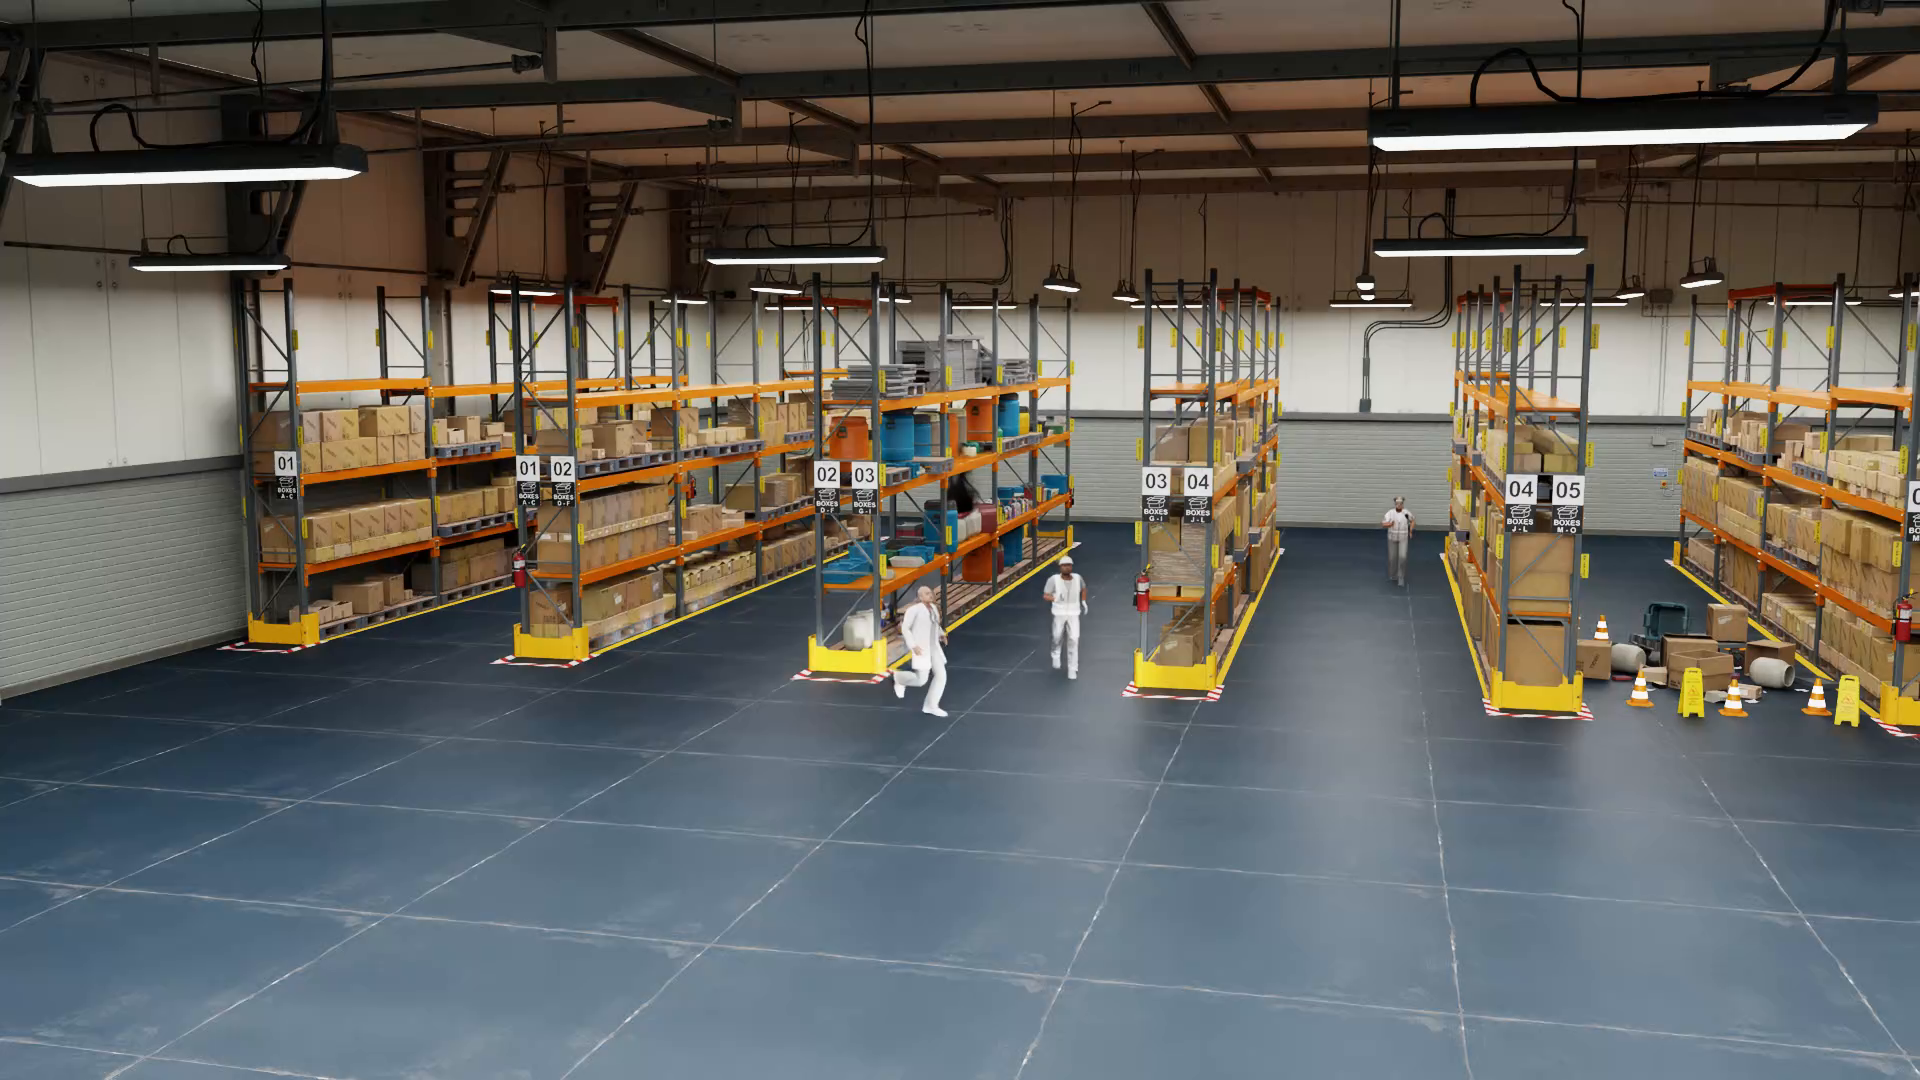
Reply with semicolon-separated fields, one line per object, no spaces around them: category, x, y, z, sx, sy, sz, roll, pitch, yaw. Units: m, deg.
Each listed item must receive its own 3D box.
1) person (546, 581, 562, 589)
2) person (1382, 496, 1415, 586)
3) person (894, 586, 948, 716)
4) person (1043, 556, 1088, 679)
person;-7.445;0.470;30.738;0.700;1.752;0.815;1;7;9
person;9.030;0.009;34.281;0.645;1.840;0.785;2;7;15
person;-0.495;1.476;22.428;0.700;1.731;0.814;-7;9;-44
person;1.579;1.121;24.802;0.689;1.771;0.982;0;7;-4
